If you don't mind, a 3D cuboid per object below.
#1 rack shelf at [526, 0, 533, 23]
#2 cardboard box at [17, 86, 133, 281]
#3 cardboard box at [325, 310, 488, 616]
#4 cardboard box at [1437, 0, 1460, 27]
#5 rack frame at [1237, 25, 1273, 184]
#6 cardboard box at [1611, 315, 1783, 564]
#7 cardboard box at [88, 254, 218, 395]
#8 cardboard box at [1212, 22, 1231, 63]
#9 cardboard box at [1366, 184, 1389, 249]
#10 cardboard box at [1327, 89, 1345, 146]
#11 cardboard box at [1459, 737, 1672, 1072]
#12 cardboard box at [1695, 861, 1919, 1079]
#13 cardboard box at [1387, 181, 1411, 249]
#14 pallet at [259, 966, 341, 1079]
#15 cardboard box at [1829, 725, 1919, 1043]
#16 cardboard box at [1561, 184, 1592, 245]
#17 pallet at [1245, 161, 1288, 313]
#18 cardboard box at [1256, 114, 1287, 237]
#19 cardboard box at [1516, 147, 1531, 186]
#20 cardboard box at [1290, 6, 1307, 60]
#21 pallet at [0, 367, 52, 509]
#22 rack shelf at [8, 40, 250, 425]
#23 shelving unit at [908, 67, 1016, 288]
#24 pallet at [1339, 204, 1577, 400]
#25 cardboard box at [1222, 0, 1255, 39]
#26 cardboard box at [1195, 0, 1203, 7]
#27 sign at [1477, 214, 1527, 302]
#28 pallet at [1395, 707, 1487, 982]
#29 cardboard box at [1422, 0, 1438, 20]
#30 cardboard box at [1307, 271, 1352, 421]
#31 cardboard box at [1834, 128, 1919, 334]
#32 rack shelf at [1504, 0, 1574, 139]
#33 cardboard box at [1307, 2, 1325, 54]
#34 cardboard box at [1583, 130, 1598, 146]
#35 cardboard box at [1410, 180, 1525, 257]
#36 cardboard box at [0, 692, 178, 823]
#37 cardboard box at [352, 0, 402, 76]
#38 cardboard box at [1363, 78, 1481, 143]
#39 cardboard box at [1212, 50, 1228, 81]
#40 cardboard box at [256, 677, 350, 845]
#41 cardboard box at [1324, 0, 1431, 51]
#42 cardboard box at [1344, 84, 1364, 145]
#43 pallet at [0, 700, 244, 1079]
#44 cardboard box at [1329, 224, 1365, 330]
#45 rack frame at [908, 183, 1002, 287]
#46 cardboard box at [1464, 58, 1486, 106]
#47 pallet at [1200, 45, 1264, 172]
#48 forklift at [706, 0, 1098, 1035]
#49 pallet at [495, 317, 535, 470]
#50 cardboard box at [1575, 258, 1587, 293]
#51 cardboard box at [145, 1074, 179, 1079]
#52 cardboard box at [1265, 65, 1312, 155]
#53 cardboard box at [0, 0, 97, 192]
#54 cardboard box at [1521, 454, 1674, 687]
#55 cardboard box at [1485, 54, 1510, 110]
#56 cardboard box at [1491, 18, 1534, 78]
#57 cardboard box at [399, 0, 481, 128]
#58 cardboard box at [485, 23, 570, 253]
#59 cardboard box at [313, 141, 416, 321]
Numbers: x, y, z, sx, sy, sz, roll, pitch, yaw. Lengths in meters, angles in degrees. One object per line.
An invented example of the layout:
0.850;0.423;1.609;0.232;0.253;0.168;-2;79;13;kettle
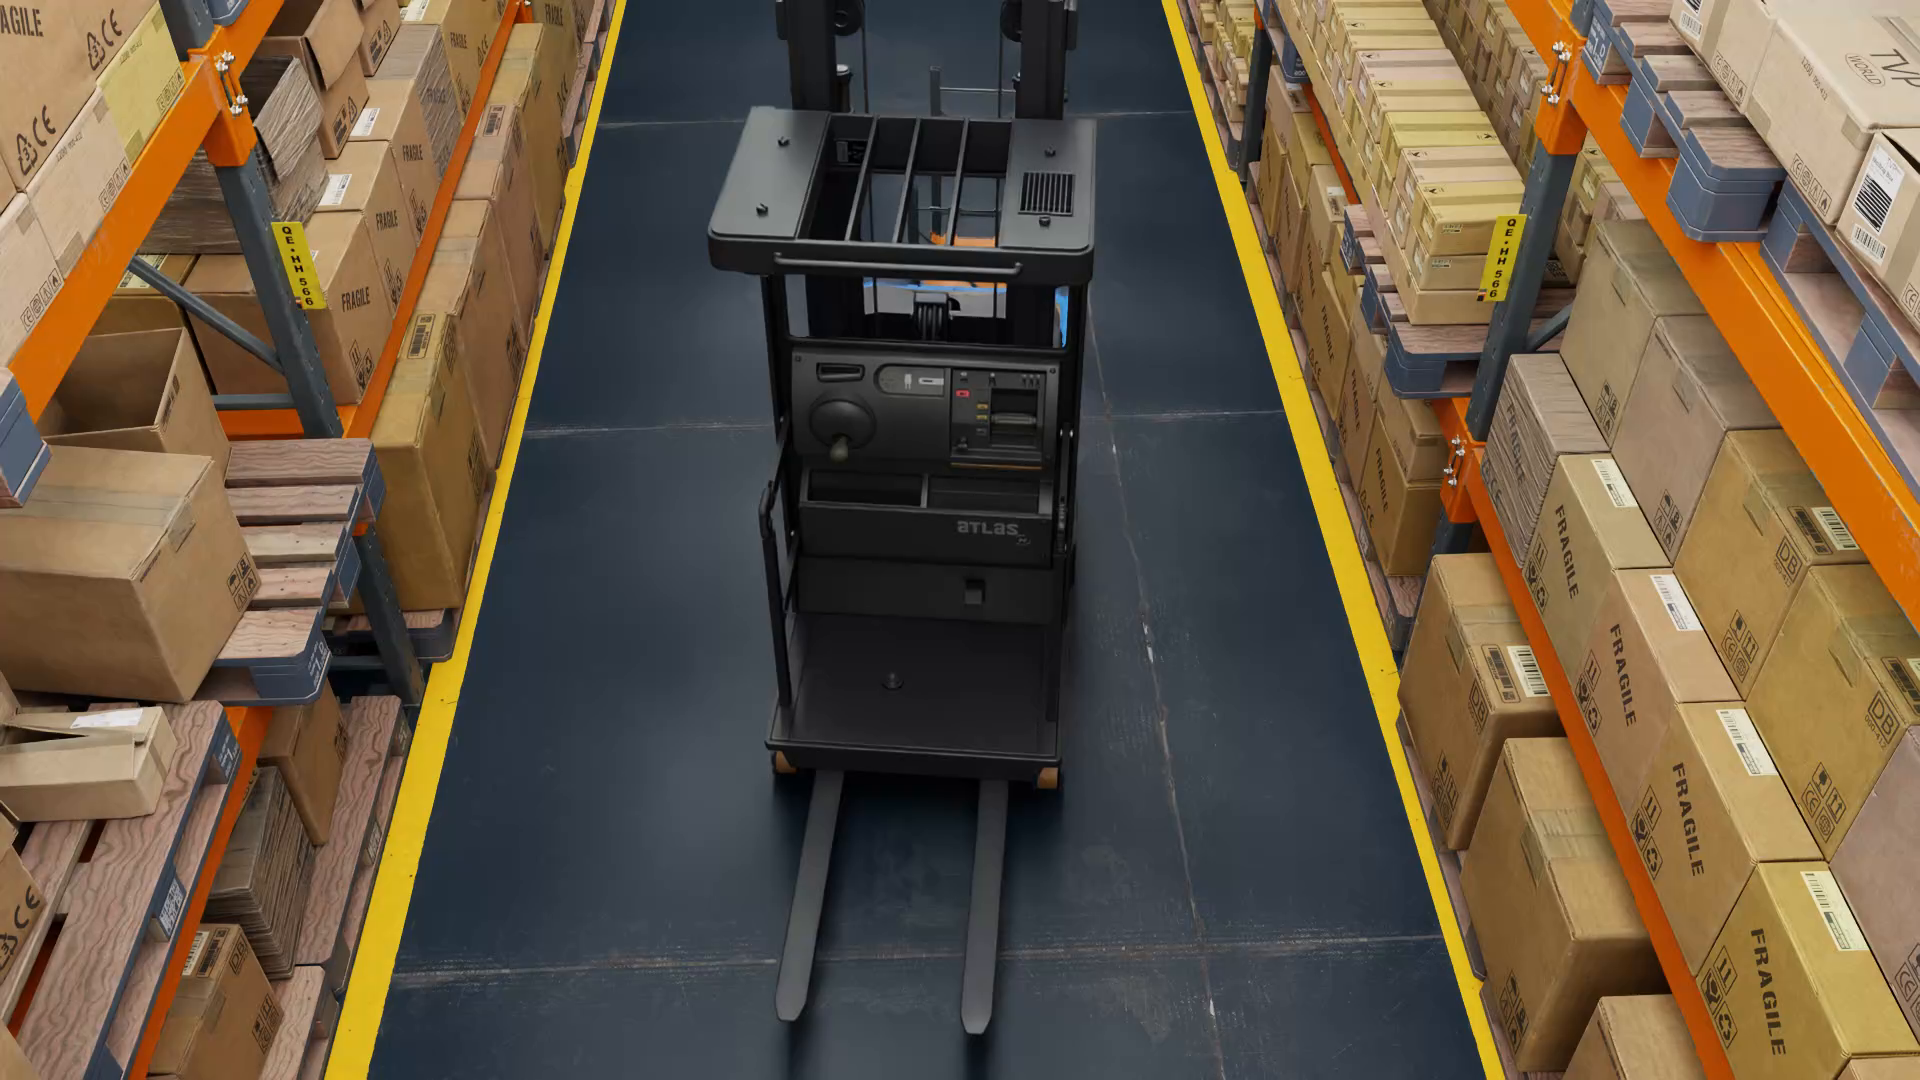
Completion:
-2.921;-4.244;10.343;1.077;0.370;4.000;-2;43;-2;rack shelf
-2.366;-0.861;4.010;0.500;0.250;0.500;-2;43;-2;cardboard box
-2.674;-0.297;6.765;1.225;0.875;0.875;-3;43;-4;cardboard box
2.384;-2.437;7.493;0.380;0.149;0.250;-4;43;-4;cardboard box
2.124;-3.233;8.707;1.000;3.000;0.127;-2;43;-2;rack frame
2.326;-0.294;4.686;0.700;0.500;0.500;-2;43;-2;cardboard box
-2.934;-0.822;6.002;0.500;0.500;0.500;0;43;0;cardboard box
1.740;-3.013;10.046;0.380;0.149;0.250;-3;43;-3;cardboard box
1.794;-1.256;6.426;0.380;0.149;0.250;-1;43;-1;cardboard box
1.765;-1.781;6.998;0.380;0.149;0.250;0;43;0;cardboard box
2.271;1.145;5.285;1.050;0.750;0.750;-1;43;-1;cardboard box
2.132;1.104;3.902;0.500;0.500;0.500;-1;43;-1;cardboard box
1.805;-1.206;6.150;0.380;0.149;0.250;0;43;0;cardboard box
-2.585;1.918;5.151;1.003;0.211;1.213;-2;43;-2;pallet
2.392;0.738;3.560;0.700;0.500;0.500;-1;43;-1;cardboard box
2.461;-1.220;6.166;0.380;0.149;0.250;0;43;0;cardboard box
2.159;-1.680;9.076;1.003;0.211;1.213;-2;43;-2;pallet
1.891;-1.960;8.858;0.500;0.500;0.500;0;43;0;cardboard box
2.440;-1.449;6.635;0.380;0.149;0.250;0;43;0;cardboard box
1.726;-2.319;7.585;0.380;0.149;0.250;-3;43;-4;cardboard box
-2.463;0.085;3.006;1.213;0.211;1.003;-2;43;-2;pallet
-2.581;0.051;3.437;1.077;0.370;4.000;-2;43;-2;rack shelf
0.077;-1.226;7.627;0.587;1.500;1.083;3;43;3;shelving unit
2.157;-0.940;6.348;1.213;0.211;1.003;-2;43;-2;pallet
1.781;-3.129;9.952;0.380;0.149;0.250;-2;43;-2;cardboard box
1.736;-3.631;10.940;0.380;0.149;0.250;-2;43;-2;cardboard box
1.752;-0.909;5.373;0.100;0.325;0.005;-2;43;-2;sign
2.252;1.029;6.121;1.003;0.211;1.213;-2;43;-2;pallet
2.369;-2.520;7.805;0.380;0.149;0.250;-4;43;-4;cardboard box
1.948;-0.910;7.712;0.500;0.500;0.500;-3;43;-4;cardboard box
2.148;-0.618;3.315;0.500;0.311;0.500;-2;43;-3;cardboard box
2.209;-2.724;6.464;1.077;0.370;4.000;-2;43;-2;rack shelf
1.742;-2.241;7.279;0.380;0.149;0.250;-2;43;-3;cardboard box
2.448;-1.479;6.228;0.380;0.149;0.250;-2;43;-2;cardboard box
1.815;-1.132;5.850;0.380;0.149;0.250;-3;43;-3;cardboard box
-2.325;0.554;4.364;0.396;0.266;0.258;-3;43;-3;cardboard box
-2.741;-2.252;6.821;0.797;0.503;0.637;0;43;0;cardboard box
1.781;-1.659;6.424;0.380;0.149;0.250;0;43;-1;cardboard box
1.764;-2.947;10.194;0.380;0.149;0.250;-3;43;-3;cardboard box
-2.617;0.752;5.884;0.700;0.500;0.500;-4;43;-4;cardboard box
1.752;-2.181;6.994;0.380;0.149;0.250;0;43;0;cardboard box
1.773;-1.720;6.711;0.380;0.149;0.250;-2;43;-2;cardboard box
-2.541;0.947;4.289;1.003;0.211;1.213;-2;43;-2;pallet
1.965;-1.181;7.453;0.500;0.250;0.500;-1;43;-1;cardboard box
0.036;-0.877;7.247;0.500;1.500;0.032;3;43;3;rack frame
2.409;-1.974;7.208;0.380;0.149;0.250;-3;43;-3;cardboard box
2.060;-2.658;10.143;1.003;0.211;1.213;-2;43;-2;pallet
-0.137;-0.367;5.631;1.130;2.935;3.031;3;43;3;forklift
-2.673;-0.787;8.102;1.003;0.211;1.213;-2;43;-2;pallet
2.477;-0.903;6.040;0.380;0.149;0.250;-2;43;-2;cardboard box
-2.526;1.885;4.647;0.700;0.500;0.500;-5;43;-5;cardboard box
1.892;-2.237;8.604;0.500;0.250;0.500;-3;43;-4;cardboard box
-2.363;-1.125;3.743;0.500;0.500;0.500;-2;43;-2;cardboard box
2.068;0.084;5.014;0.500;0.500;0.500;-2;43;-2;cardboard box
2.418;-1.906;6.915;0.380;0.149;0.250;-2;43;-2;cardboard box
2.411;-2.019;6.818;0.380;0.149;0.250;0;43;0;cardboard box
-2.500;-2.202;7.508;0.500;0.500;0.500;-2;43;-2;cardboard box
-2.788;-2.099;8.732;1.225;0.875;0.875;-2;43;-2;cardboard box
-2.439;-1.180;6.393;0.500;0.500;0.500;-3;43;-3;cardboard box
